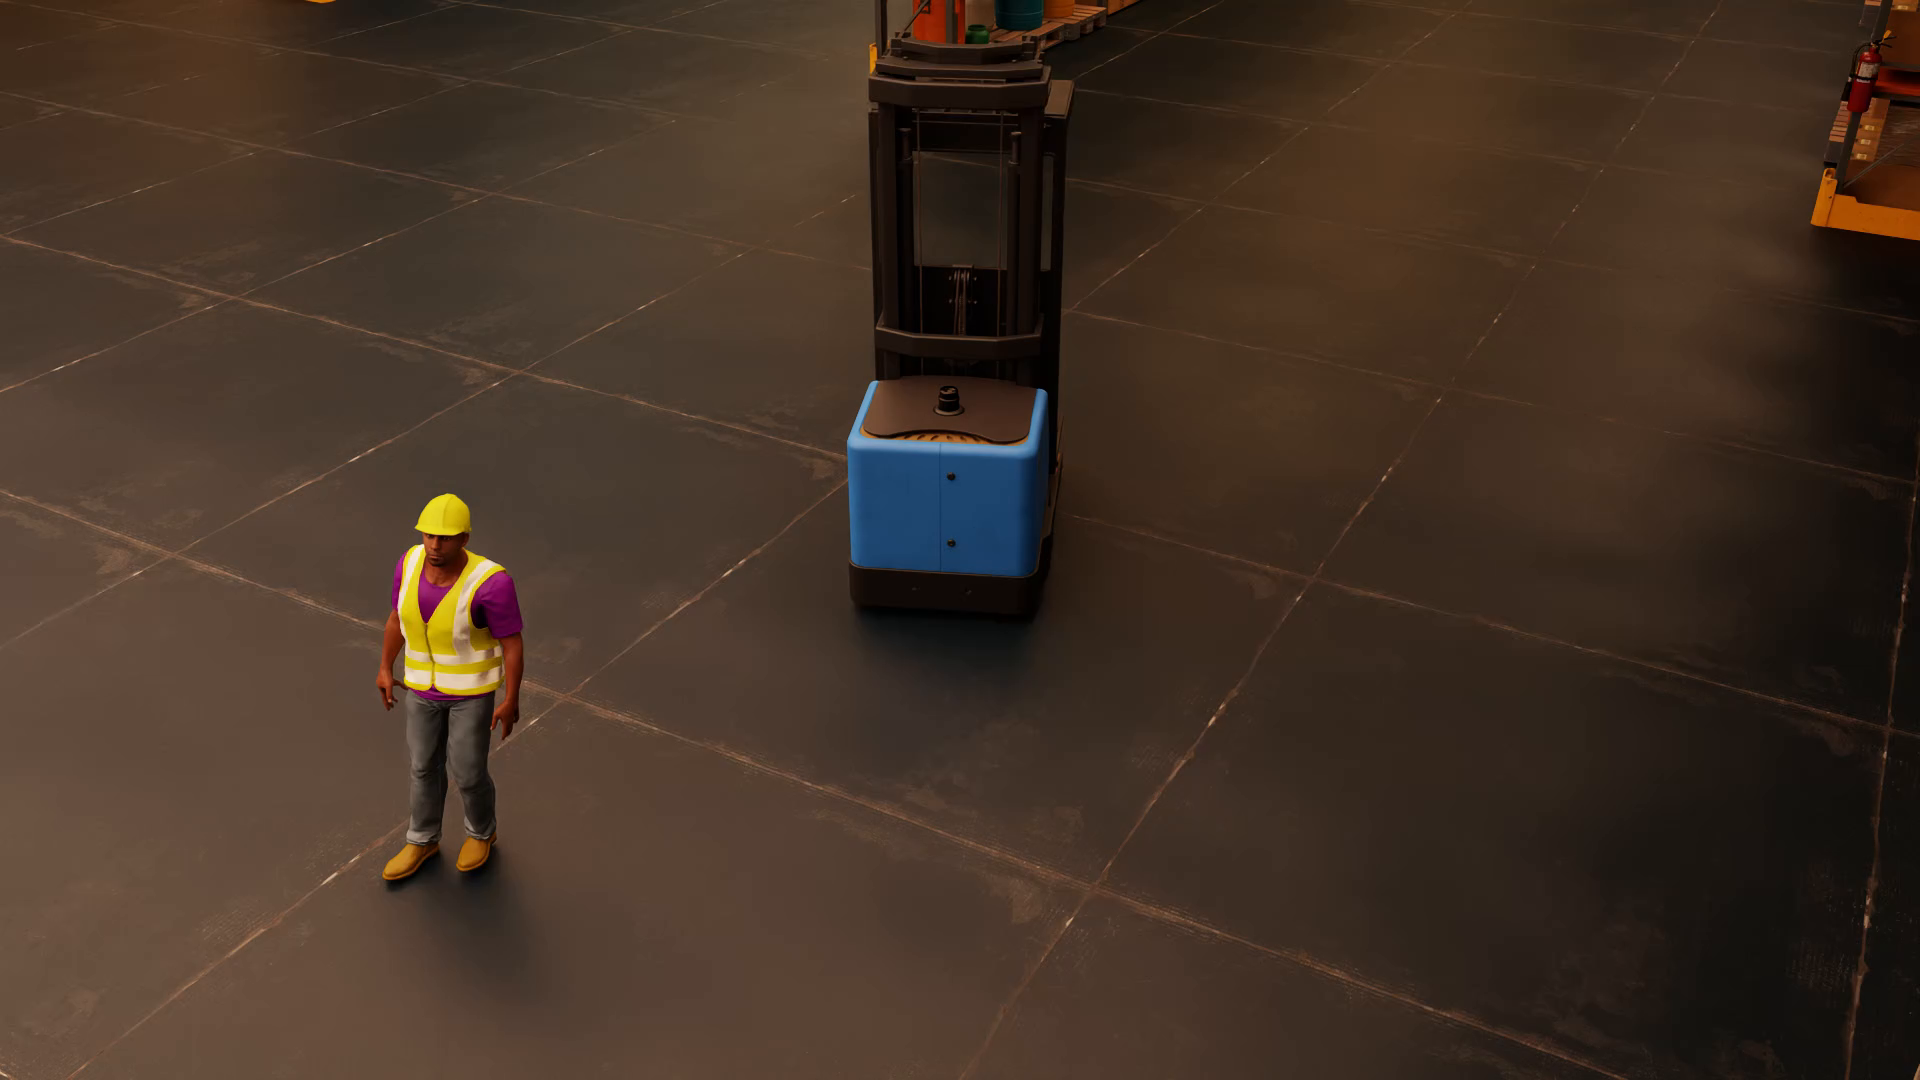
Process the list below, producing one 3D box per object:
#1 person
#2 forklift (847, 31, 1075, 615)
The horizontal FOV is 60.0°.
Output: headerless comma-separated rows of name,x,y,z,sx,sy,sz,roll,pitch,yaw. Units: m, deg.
person,-2.193,0.656,7.084,0.666,1.761,0.589,8,31,14
forklift,0.072,-1.572,9.794,1.130,2.935,3.031,3,30,6
